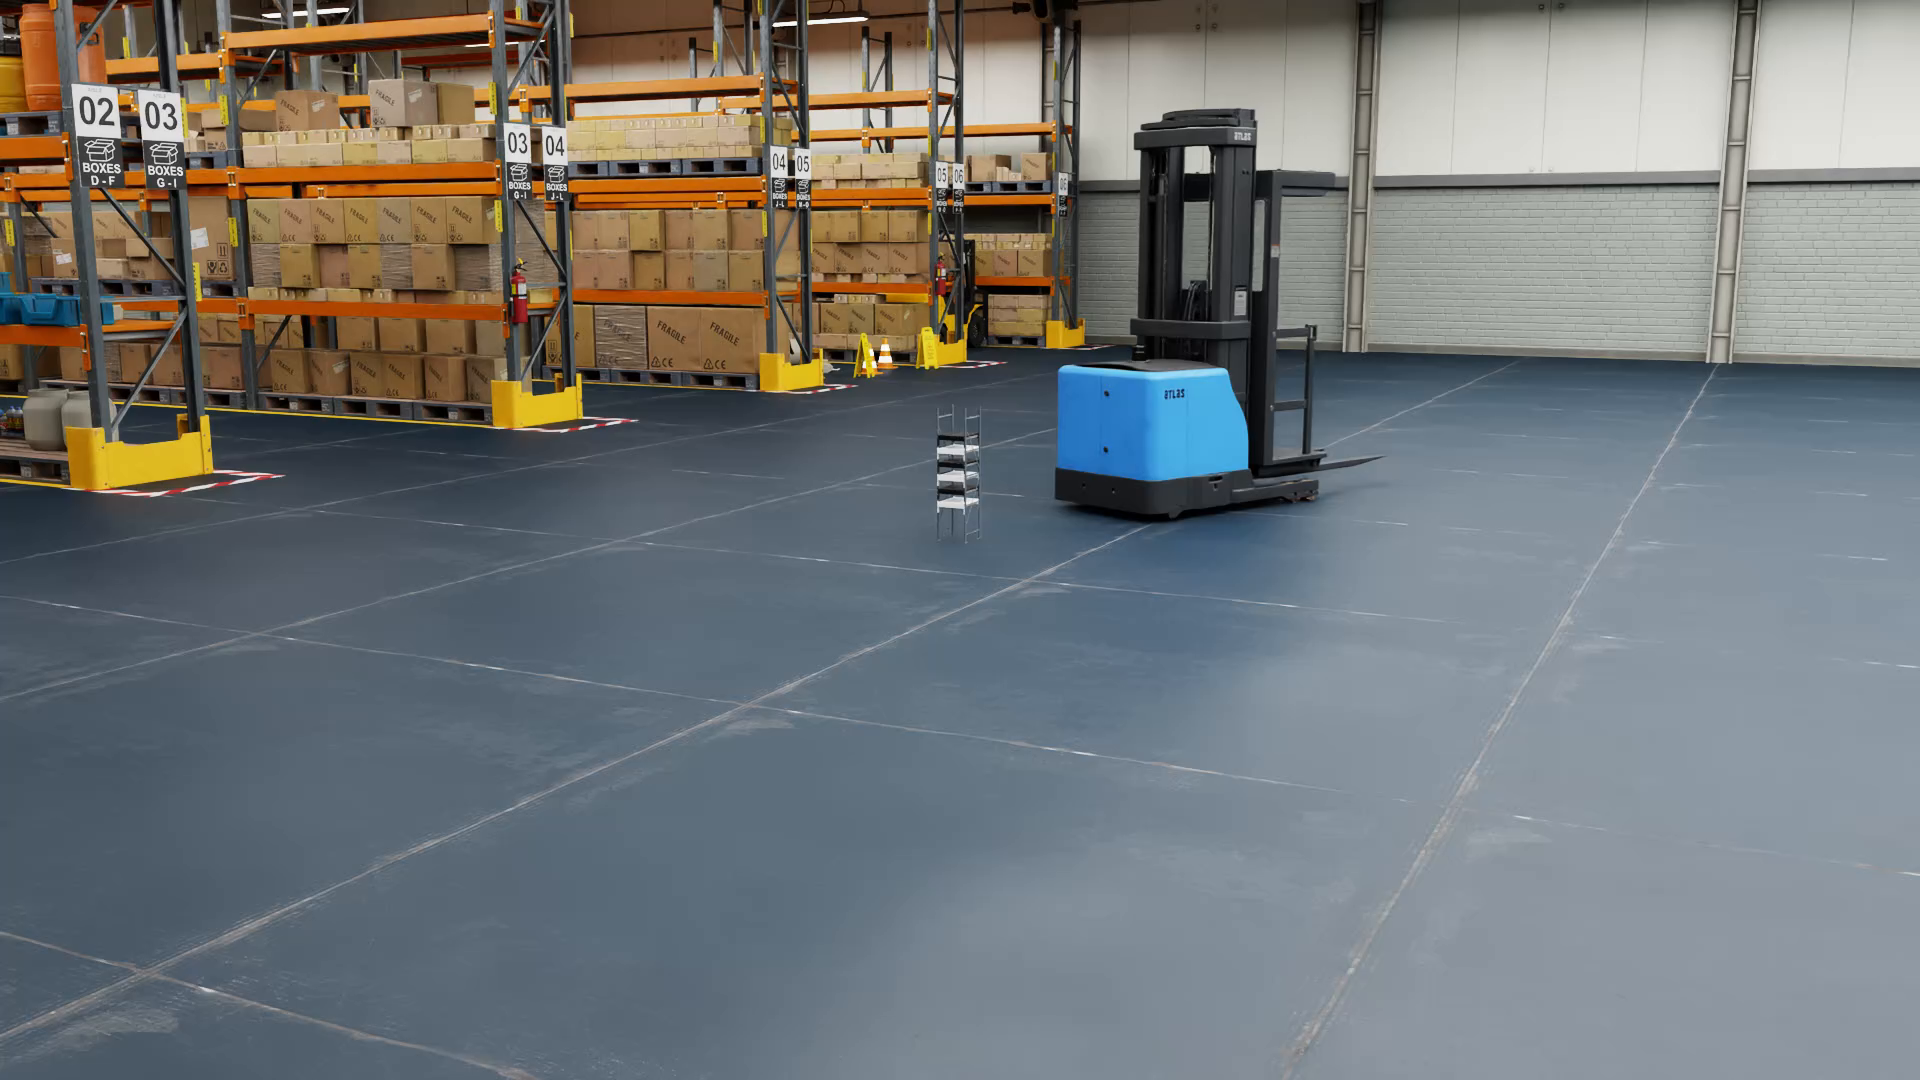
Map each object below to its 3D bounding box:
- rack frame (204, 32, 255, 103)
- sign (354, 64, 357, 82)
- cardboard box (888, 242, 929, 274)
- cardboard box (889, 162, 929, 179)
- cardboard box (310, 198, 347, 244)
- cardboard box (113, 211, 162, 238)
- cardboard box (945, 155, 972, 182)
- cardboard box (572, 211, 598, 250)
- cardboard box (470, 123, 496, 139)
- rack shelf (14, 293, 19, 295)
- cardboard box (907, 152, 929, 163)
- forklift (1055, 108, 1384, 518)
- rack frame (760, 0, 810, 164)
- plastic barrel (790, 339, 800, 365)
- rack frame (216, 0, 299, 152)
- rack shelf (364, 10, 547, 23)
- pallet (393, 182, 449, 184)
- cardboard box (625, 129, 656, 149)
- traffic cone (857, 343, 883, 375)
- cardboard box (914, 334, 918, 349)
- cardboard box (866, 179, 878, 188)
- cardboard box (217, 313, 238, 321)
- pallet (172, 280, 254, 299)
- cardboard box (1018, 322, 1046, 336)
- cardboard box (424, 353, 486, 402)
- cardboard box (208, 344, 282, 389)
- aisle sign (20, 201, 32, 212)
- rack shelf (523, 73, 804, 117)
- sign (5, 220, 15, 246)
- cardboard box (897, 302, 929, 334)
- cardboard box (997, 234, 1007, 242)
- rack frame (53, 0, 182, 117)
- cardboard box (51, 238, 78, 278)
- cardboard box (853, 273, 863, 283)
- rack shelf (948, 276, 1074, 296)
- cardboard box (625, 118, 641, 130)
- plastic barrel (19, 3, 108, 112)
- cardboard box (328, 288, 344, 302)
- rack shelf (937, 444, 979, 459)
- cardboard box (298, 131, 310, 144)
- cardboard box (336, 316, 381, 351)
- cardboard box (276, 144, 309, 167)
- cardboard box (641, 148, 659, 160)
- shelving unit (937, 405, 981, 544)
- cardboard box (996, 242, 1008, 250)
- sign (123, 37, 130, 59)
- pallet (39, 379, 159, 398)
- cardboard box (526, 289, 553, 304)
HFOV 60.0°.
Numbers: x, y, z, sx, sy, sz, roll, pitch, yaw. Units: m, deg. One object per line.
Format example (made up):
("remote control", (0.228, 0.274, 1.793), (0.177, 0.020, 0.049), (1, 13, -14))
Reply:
("rack frame", (-14.564, -8.571, 33.318), (0.127, 3.000, 1.000), (5, 11, 26))
("sign", (-11.244, -8.706, 31.000), (0.005, 0.325, 0.100), (5, 11, 26))
("cardboard box", (-0.824, -4.552, 26.844), (0.500, 0.500, 0.500), (5, 11, 25))
("cardboard box", (-0.794, -5.904, 26.591), (0.500, 0.250, 0.500), (5, 11, 25))
("cardboard box", (-6.999, -3.623, 18.903), (0.500, 0.500, 0.500), (5, 11, 26))
("cardboard box", (-13.618, -5.186, 27.540), (0.500, 0.500, 0.500), (5, 11, 24))
("cardboard box", (0.091, -7.078, 31.746), (0.637, 0.503, 0.797), (5, 12, 28))
("cardboard box", (-5.042, -4.420, 23.778), (0.550, 0.550, 0.875), (5, 11, 26))
("cardboard box", (-4.987, -4.346, 17.697), (0.250, 0.149, 0.380), (5, 11, 26))
("rack shelf", (-13.568, -3.209, 22.559), (4.000, 0.370, 1.077), (5, 11, 26))
("cardboard box", (-0.649, -6.082, 26.457), (0.250, 0.149, 0.380), (5, 11, 26))
("forklift", (2.163, -1.790, 12.890), (3.031, 2.935, 1.130), (-9, 13, -40))
("rack frame", (-2.315, -6.511, 21.940), (0.127, 3.000, 1.000), (5, 11, 26))
("plastic barrel", (-2.738, -3.011, 26.679), (0.512, 0.421, 0.421), (-4, 11, -23))
("rack frame", (-8.187, -6.042, 19.348), (0.127, 3.000, 1.000), (5, 11, 26))
("rack shelf", (-9.183, -9.379, 30.474), (4.000, 0.370, 1.077), (5, 11, 26))
("pallet", (-7.884, -5.443, 24.989), (1.213, 0.211, 1.003), (6, 12, 28))
("cardboard box", (-4.228, -5.477, 22.772), (0.500, 0.250, 0.500), (5, 11, 26))
("traffic cone", (-1.358, -2.733, 25.033), (0.334, 0.463, 0.336), (5, 11, 26))
("cardboard box", (-0.816, -3.319, 27.689), (0.500, 0.250, 0.500), (5, 11, 25))
("cardboard box", (-1.318, -5.765, 26.944), (0.250, 0.149, 0.380), (5, 11, 26))
("cardboard box", (-11.597, -3.668, 26.807), (0.500, 0.250, 0.500), (6, 12, 28))
("pallet", (-8.808, -3.079, 20.361), (1.213, 0.211, 1.003), (5, 11, 26))
("cardboard box", (1.416, -3.991, 31.401), (0.500, 0.250, 0.500), (5, 11, 26))
("cardboard box", (-5.704, -1.845, 18.843), (0.500, 0.500, 0.500), (9, 14, 41))
("cardboard box", (-8.729, -2.129, 20.352), (0.500, 0.500, 0.700), (4, 11, 21))
("aisle sign", (-16.596, -6.153, 29.505), (0.004, 0.787, 0.394), (5, 11, 26))
("rack shelf", (-4.109, -6.118, 22.910), (4.000, 0.370, 1.077), (5, 11, 26))
("sign", (-12.017, -3.886, 21.030), (0.005, 0.325, 0.100), (5, 11, 26))
("cardboard box", (-0.838, -3.690, 27.632), (0.500, 0.500, 0.500), (5, 11, 24))
("cardboard box", (0.891, -5.722, 31.489), (0.250, 0.149, 0.380), (5, 11, 26))
("rack frame", (-6.792, -4.936, 13.236), (0.127, 3.000, 1.000), (5, 11, 26))
("cardboard box", (-11.273, -3.625, 21.378), (0.500, 0.500, 0.500), (4, 11, 19))
("cardboard box", (-1.554, -4.313, 27.346), (0.250, 0.149, 0.380), (5, 11, 27))
("rack shelf", (0.184, -4.955, 32.203), (4.000, 0.370, 1.077), (5, 11, 26))
("cardboard box", (-4.362, -5.672, 22.733), (0.250, 0.149, 0.380), (5, 11, 26))
("plastic barrel", (-7.284, -3.896, 13.527), (0.708, 0.830, 0.600), (5, 11, 26))
("cardboard box", (-6.996, -2.807, 19.024), (0.250, 0.149, 0.380), (5, 11, 26))
("rack shelf", (-0.007, -0.588, 11.127), (0.200, 0.077, 0.258), (5, 11, 26))
("cardboard box", (-7.290, -4.567, 18.918), (0.250, 0.149, 0.380), (5, 12, 28))
("cardboard box", (-8.983, -3.227, 25.776), (0.750, 0.750, 1.050), (5, 11, 25))
("cardboard box", (-7.420, -4.375, 18.981), (0.500, 0.250, 0.500), (5, 11, 25))
("cardboard box", (-4.131, -5.260, 22.693), (0.250, 0.149, 0.380), (5, 11, 27))
("shelving unit", (-0.007, -0.443, 11.154), (0.210, 0.900, 0.258), (5, 11, 26))
("cardboard box", (0.877, -5.569, 31.475), (0.250, 0.149, 0.380), (5, 11, 25))
("sign", (-13.333, -7.870, 26.603), (0.005, 0.325, 0.100), (5, 11, 26))
("pallet", (-11.074, -1.972, 21.531), (1.213, 0.211, 1.003), (5, 11, 26))
("cardboard box", (-4.750, -2.712, 18.498), (0.250, 0.149, 0.380), (5, 11, 26))
